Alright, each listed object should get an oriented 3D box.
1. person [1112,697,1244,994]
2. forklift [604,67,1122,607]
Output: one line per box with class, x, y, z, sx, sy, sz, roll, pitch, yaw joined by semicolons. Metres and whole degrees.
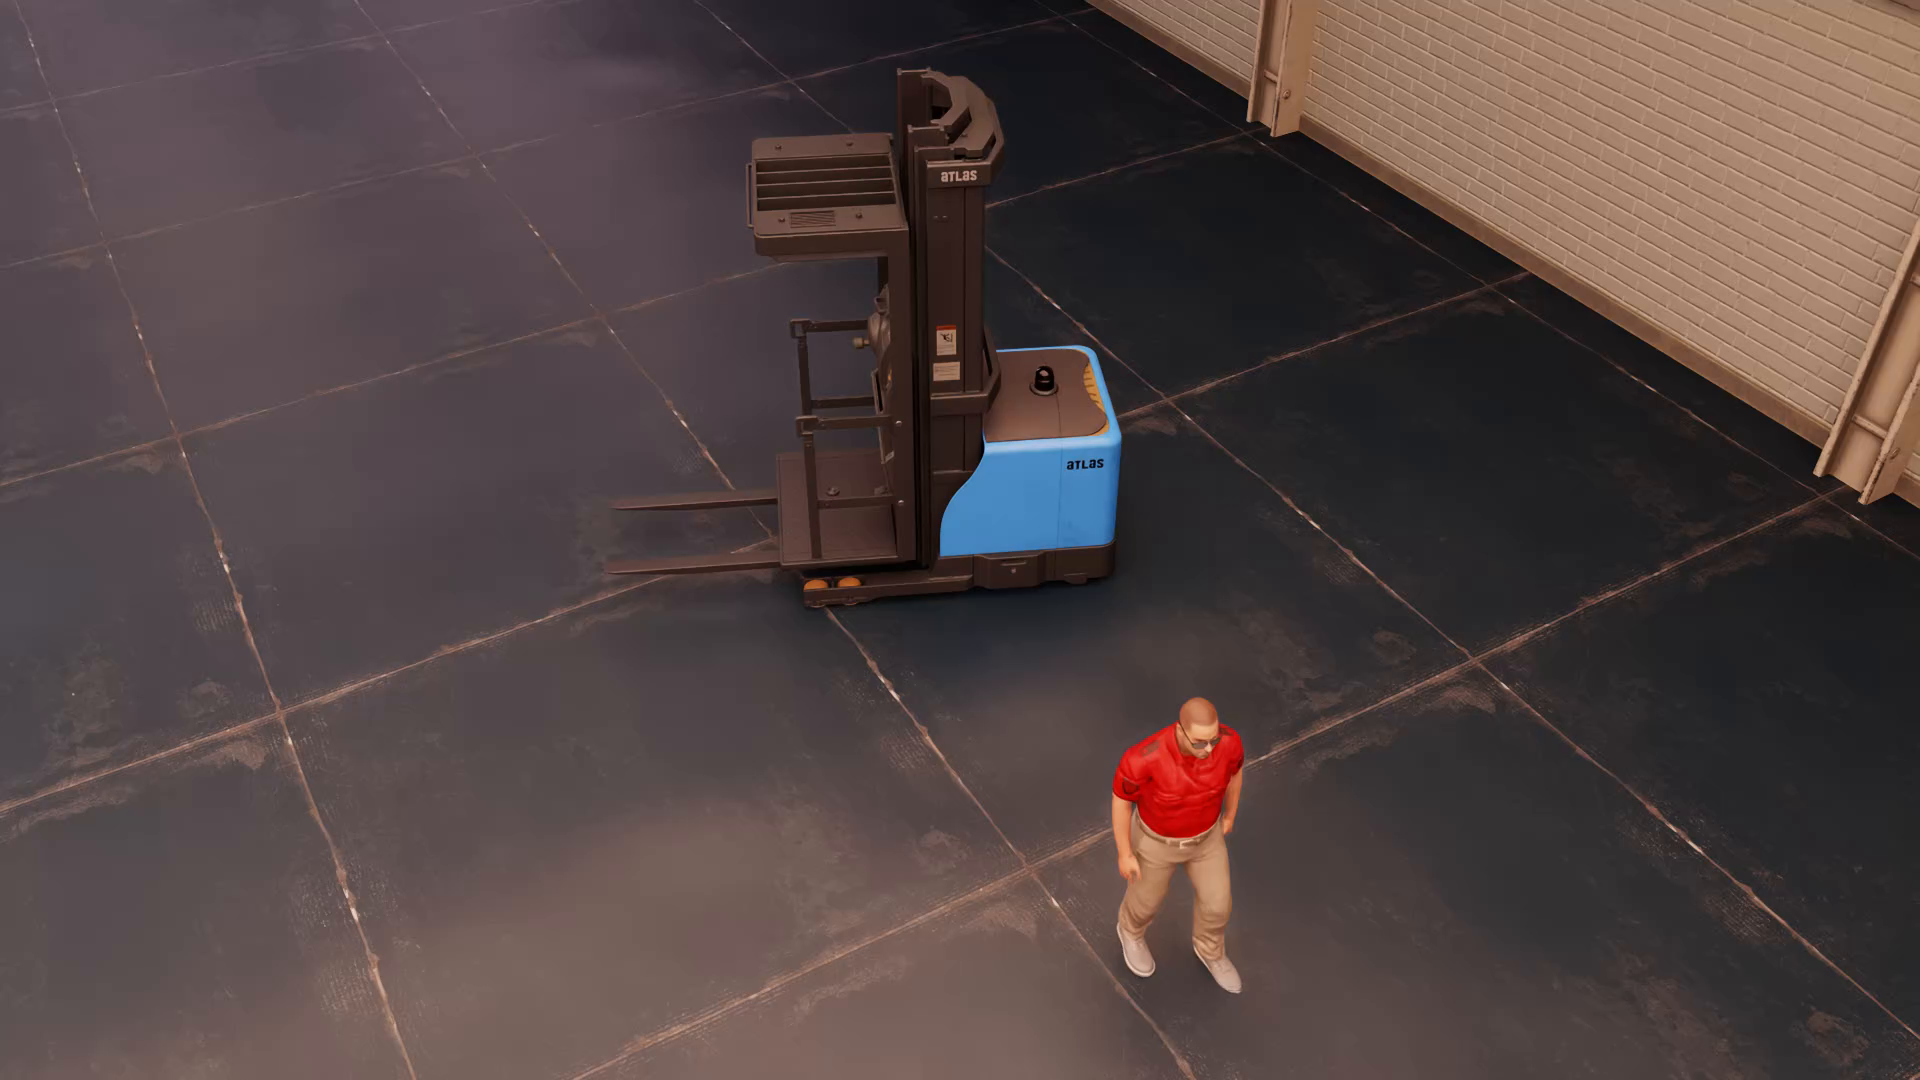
person;0.981;1.362;7.379;0.622;1.759;0.521;-10;41;-12
forklift;-0.621;-1.085;9.345;3.031;2.935;1.130;-4;40;-5
